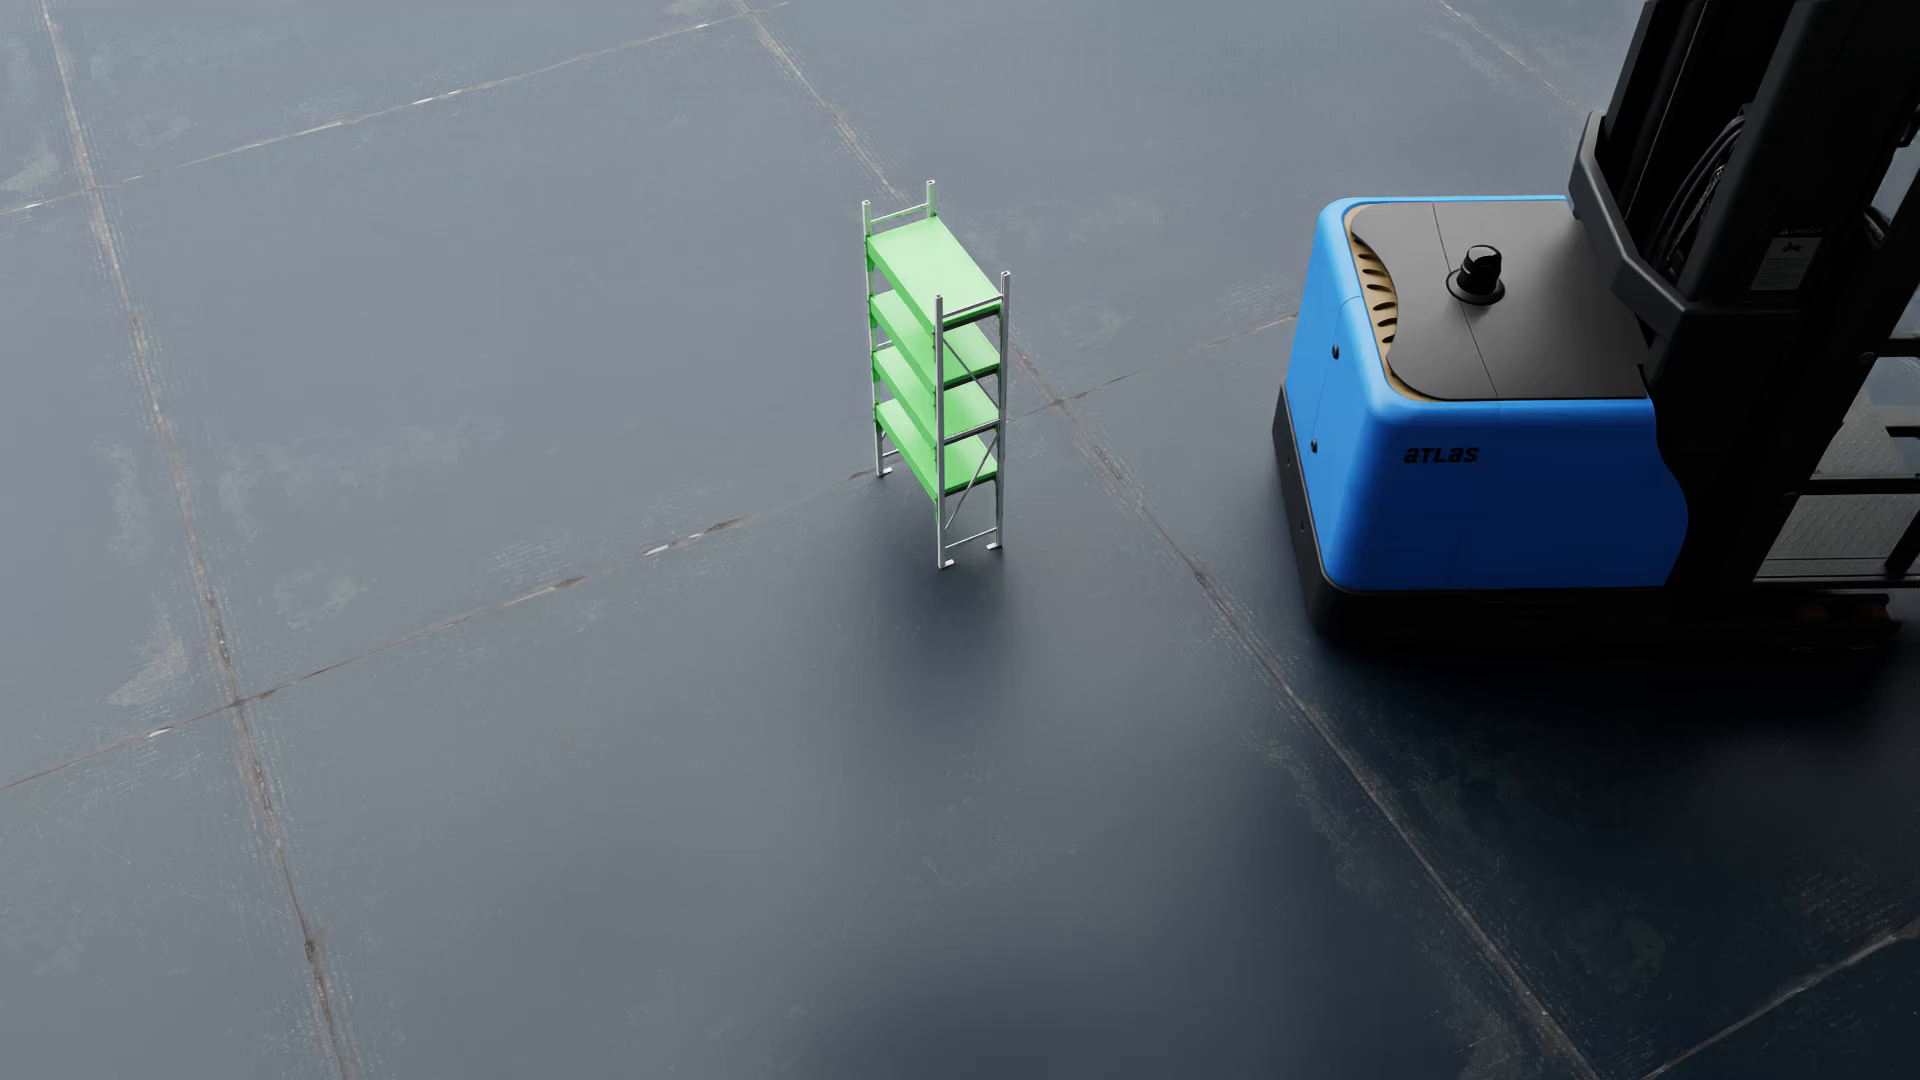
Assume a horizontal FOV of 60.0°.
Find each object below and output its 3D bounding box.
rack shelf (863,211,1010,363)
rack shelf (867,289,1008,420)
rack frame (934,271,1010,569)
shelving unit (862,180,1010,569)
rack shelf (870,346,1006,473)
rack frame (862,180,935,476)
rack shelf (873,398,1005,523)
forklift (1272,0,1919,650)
[{"bbox_3d":[-0.076,-0.780,5.082,0.258,0.148,0.480,-21,52,-18],"label":"rack shelf"},{"bbox_3d":[-0.076,-0.622,5.263,0.258,0.148,0.480,-21,52,-18],"label":"rack shelf"},{"bbox_3d":[0.036,-0.342,5.252,0.240,1.200,0.015,-21,52,-18],"label":"rack frame"},{"bbox_3d":[-0.076,-0.506,5.395,0.258,1.200,0.503,-21,52,-18],"label":"shelving unit"},{"bbox_3d":[-0.076,-0.464,5.443,0.258,0.148,0.480,-21,52,-18],"label":"rack shelf"},{"bbox_3d":[-0.187,-0.669,5.538,0.240,1.200,0.015,-21,52,-18],"label":"rack frame"},{"bbox_3d":[-0.076,-0.306,5.624,0.258,0.148,0.480,-21,52,-18],"label":"rack shelf"},{"bbox_3d":[2.647,-1.007,4.683,3.031,2.935,1.130,-1,49,-1],"label":"forklift"}]
